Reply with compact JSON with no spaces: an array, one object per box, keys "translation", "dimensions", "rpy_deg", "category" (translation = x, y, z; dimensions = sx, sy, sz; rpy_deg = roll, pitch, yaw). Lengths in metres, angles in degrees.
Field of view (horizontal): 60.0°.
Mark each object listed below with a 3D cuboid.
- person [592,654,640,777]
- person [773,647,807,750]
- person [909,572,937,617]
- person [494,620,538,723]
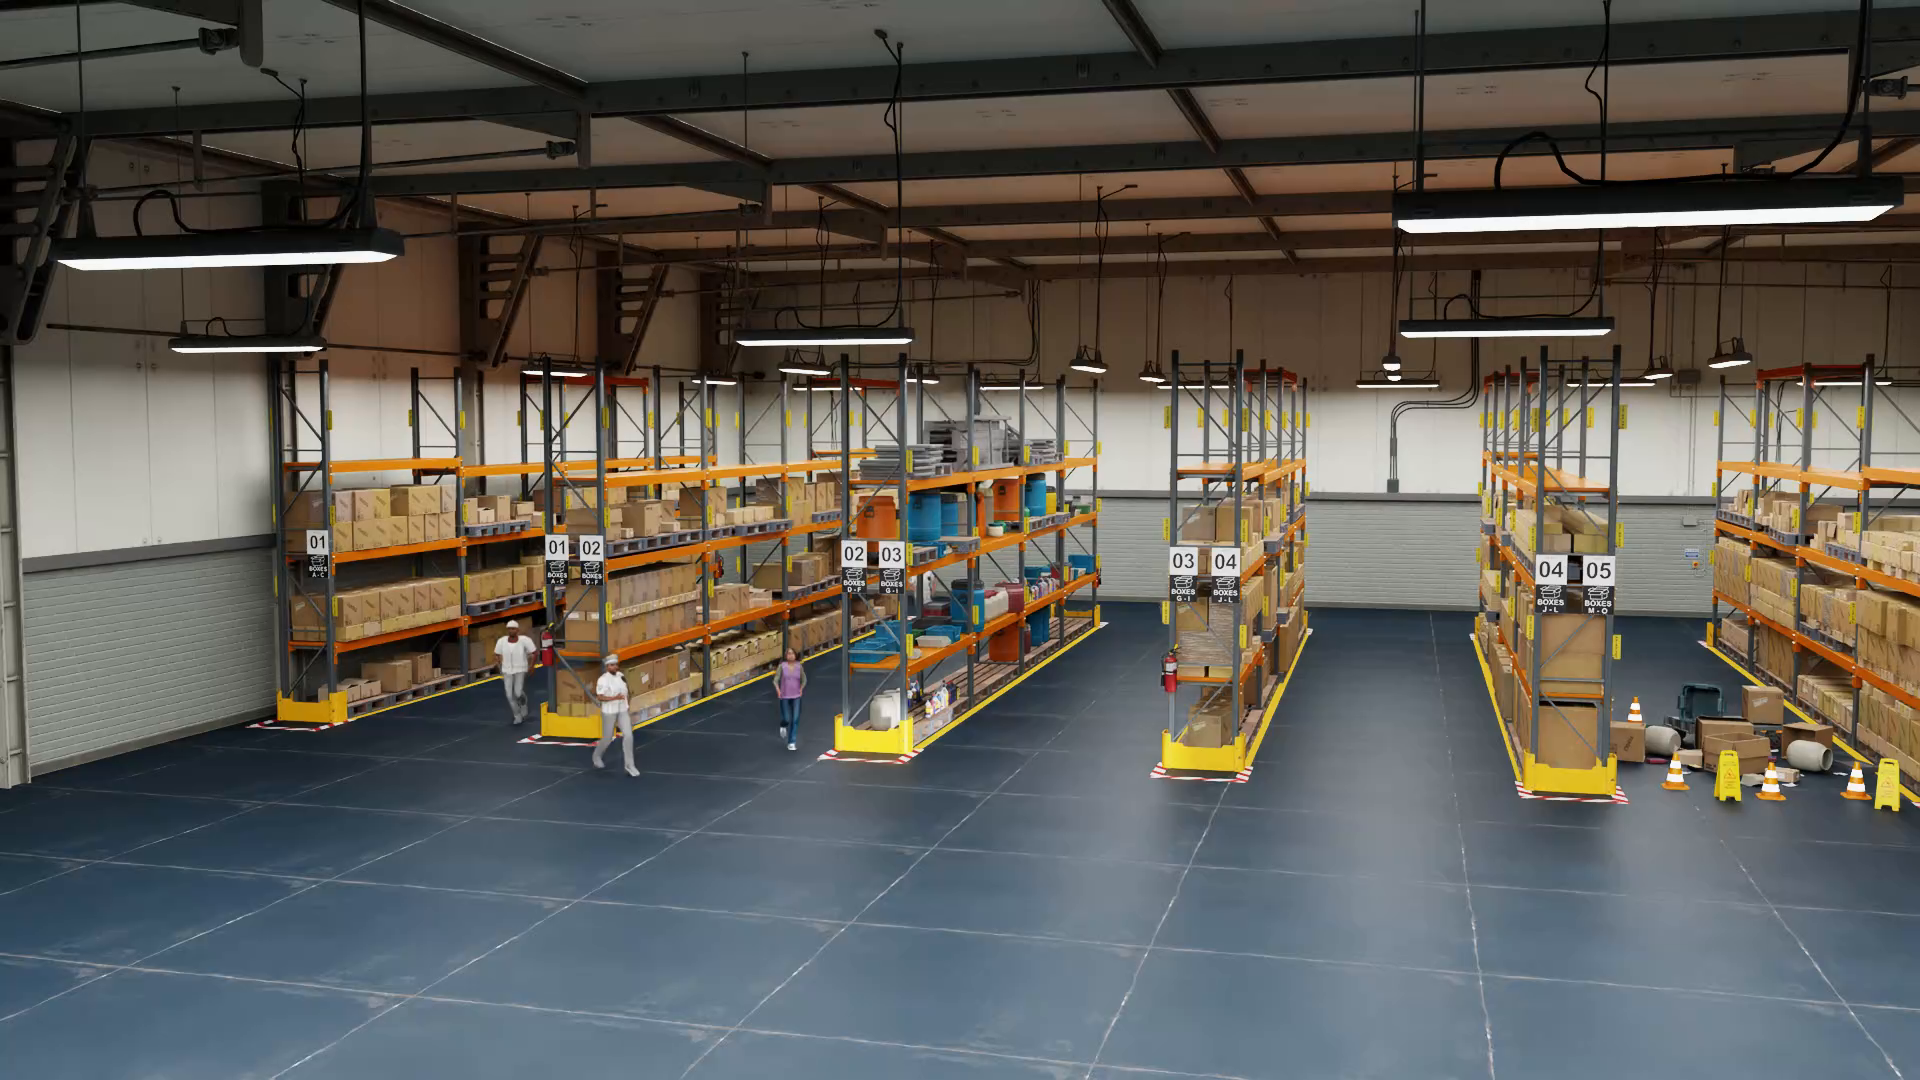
[{"translation":[-4.877,2.466,23.575],"dimensions":[0.584,1.692,0.935],"rpy_deg":[-4,5,-41],"category":"person"},{"translation":[-2.583,2.405,25.375],"dimensions":[0.521,1.545,0.597],"rpy_deg":[-1,4,-13],"category":"person"},{"translation":[-0.884,1.363,38.566],"dimensions":[0.629,1.795,1.122],"rpy_deg":[1,4,11],"category":"person"},{"translation":[-7.346,2.180,27.380],"dimensions":[0.698,1.719,0.575],"rpy_deg":[0,4,1],"category":"person"}]
